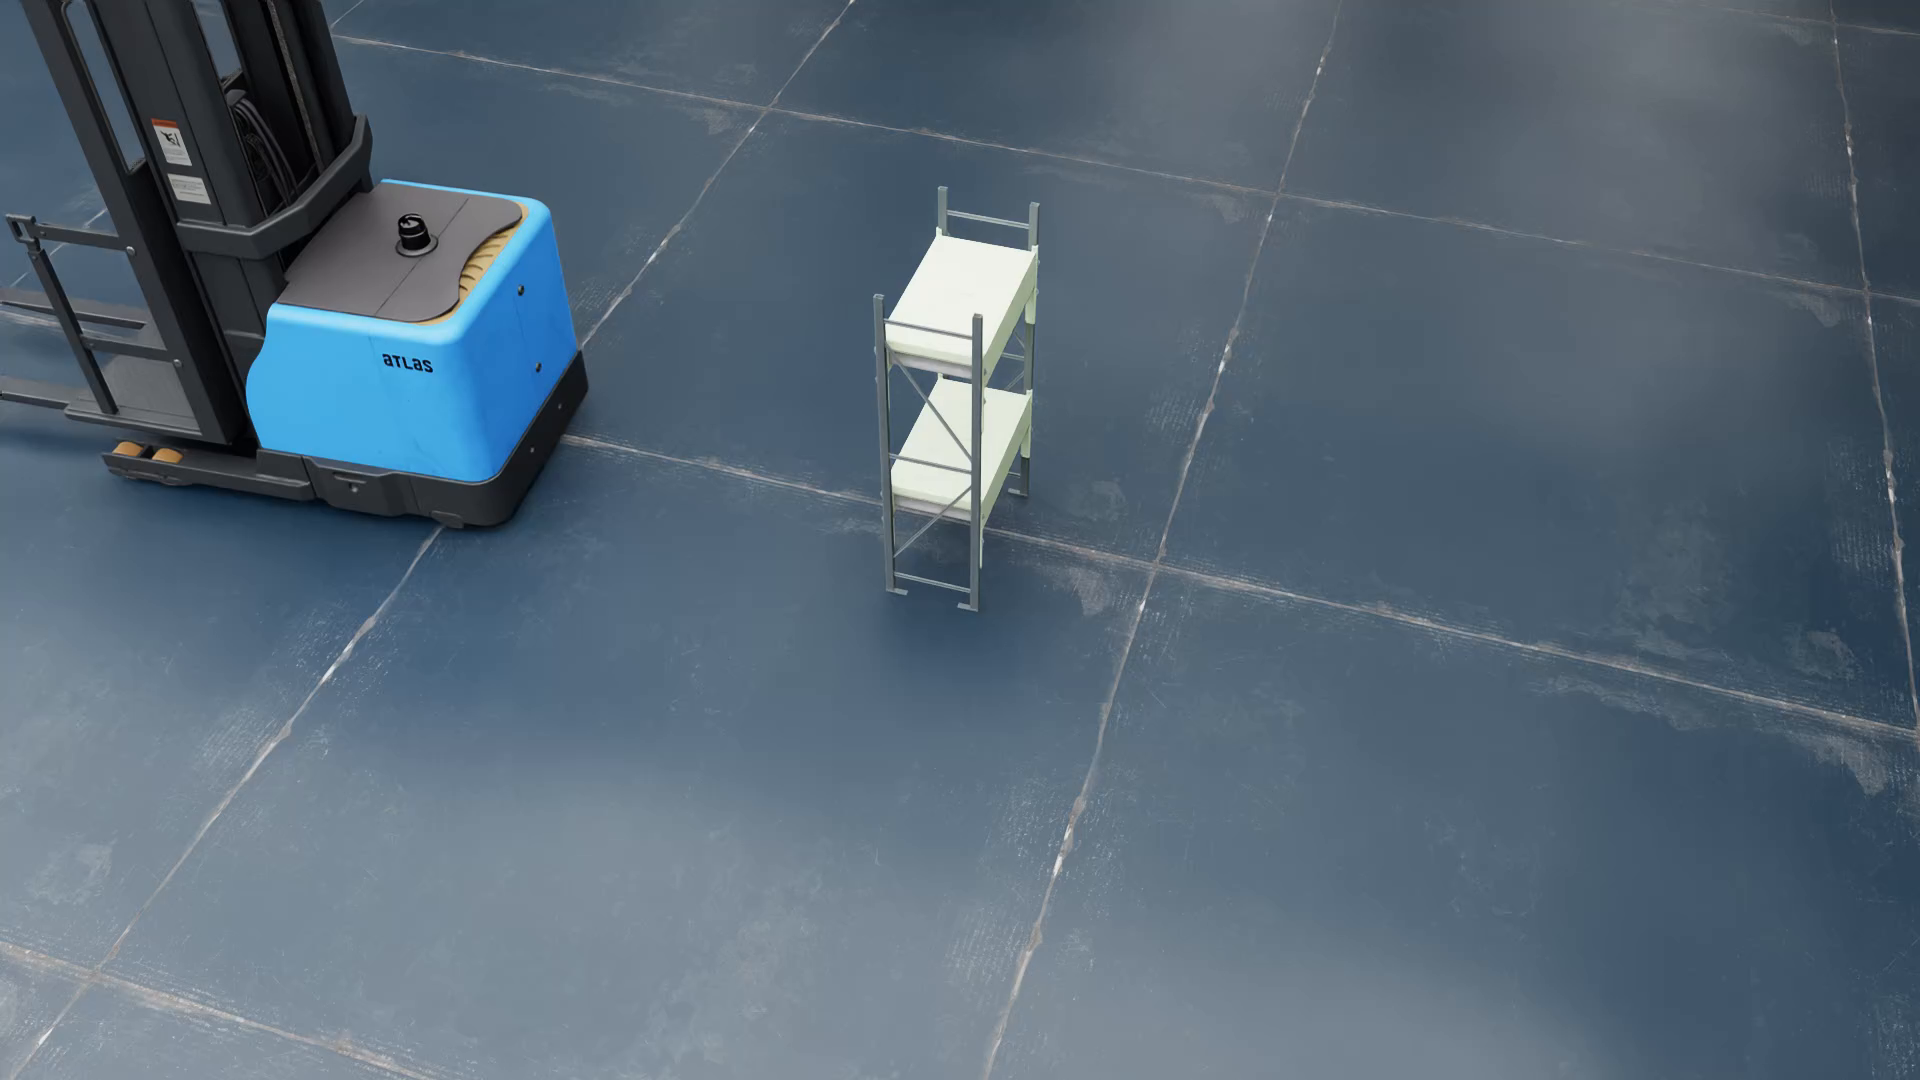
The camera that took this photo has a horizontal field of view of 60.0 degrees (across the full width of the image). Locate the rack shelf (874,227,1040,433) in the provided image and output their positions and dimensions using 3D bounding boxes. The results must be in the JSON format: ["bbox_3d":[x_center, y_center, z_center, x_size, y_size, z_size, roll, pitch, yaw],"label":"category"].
[{"bbox_3d":[-0.002,-0.811,6.347,0.431,0.370,0.720,13,46,12],"label":"rack shelf"}]

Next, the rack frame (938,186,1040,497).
[{"bbox_3d":[0.109,-0.776,6.869,0.400,1.500,0.023,13,46,12],"label":"rack frame"}]

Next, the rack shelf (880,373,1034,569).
[{"bbox_3d":[-0.002,-0.299,6.848,0.431,0.370,0.720,13,46,12],"label":"rack shelf"}]

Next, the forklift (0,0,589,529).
[{"bbox_3d":[-3.307,-1.639,6.728,3.031,2.935,1.130,9,45,9],"label":"forklift"}]

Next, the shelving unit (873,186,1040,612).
[{"bbox_3d":[-0.002,-0.532,6.620,0.431,1.500,0.755,13,46,12],"label":"shelving unit"}]

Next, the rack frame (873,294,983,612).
[{"bbox_3d":[-0.113,-0.288,6.371,0.400,1.500,0.023,13,46,12],"label":"rack frame"}]
